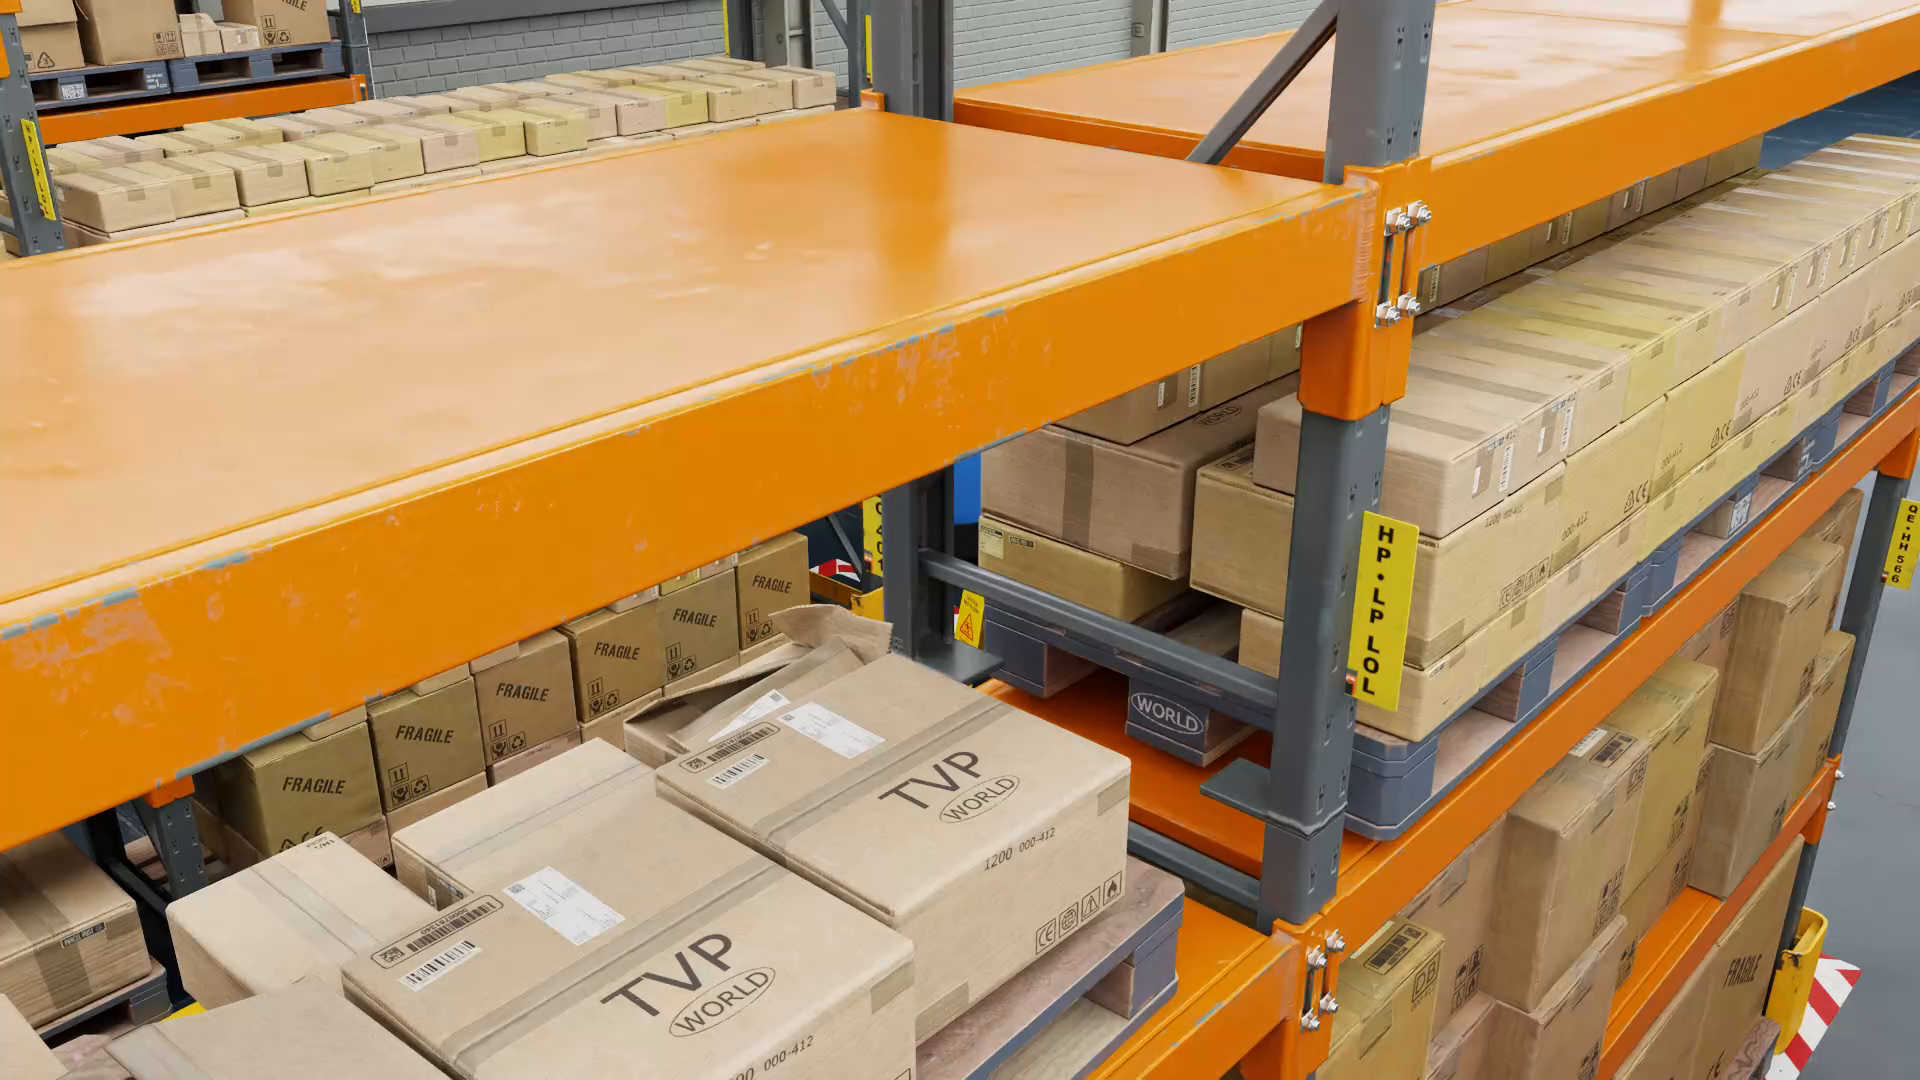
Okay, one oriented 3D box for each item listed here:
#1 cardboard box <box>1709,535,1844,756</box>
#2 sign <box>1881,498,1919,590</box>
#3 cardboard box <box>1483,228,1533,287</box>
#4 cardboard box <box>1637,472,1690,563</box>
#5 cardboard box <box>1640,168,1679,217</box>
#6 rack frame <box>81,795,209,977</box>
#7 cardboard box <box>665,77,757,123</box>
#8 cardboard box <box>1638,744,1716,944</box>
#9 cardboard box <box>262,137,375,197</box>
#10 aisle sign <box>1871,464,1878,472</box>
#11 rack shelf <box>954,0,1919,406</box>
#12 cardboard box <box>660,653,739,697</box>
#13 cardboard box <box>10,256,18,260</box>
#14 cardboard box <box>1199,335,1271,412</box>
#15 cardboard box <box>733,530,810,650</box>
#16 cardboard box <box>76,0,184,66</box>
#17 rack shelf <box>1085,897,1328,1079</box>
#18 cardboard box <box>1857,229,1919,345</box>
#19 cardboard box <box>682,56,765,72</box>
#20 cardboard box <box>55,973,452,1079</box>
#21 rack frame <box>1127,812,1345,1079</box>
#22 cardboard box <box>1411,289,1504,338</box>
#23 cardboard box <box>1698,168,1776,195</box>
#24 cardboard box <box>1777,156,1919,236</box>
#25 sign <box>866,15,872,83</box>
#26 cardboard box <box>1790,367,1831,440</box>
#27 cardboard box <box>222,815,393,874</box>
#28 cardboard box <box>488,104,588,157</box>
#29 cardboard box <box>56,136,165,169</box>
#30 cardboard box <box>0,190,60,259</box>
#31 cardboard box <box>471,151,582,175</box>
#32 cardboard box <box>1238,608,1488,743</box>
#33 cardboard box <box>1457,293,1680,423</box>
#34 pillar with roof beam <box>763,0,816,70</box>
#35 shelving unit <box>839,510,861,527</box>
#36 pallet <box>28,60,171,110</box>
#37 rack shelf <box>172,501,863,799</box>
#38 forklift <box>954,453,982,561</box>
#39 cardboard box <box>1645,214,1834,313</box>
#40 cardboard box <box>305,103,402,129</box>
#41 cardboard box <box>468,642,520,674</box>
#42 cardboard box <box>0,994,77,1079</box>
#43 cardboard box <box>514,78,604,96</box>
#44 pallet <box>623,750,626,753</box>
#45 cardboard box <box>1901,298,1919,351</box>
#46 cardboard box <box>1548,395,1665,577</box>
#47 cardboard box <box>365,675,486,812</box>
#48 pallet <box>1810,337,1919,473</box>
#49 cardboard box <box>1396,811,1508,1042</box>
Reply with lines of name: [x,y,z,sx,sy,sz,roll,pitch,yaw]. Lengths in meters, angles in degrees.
cardboard box: [2.350,0.234,5.559,0.875,0.550,0.550,20,31,38]
sign: [3.320,0.016,5.844,0.100,0.325,0.005,20,31,38]
cardboard box: [1.275,-0.798,4.394,0.380,0.149,0.250,21,31,38]
cardboard box: [1.429,-0.102,3.816,0.380,0.149,0.250,20,31,37]
cardboard box: [1.957,-1.110,5.090,0.380,0.149,0.250,21,31,38]
rack frame: [-3.498,0.397,6.697,1.000,3.000,0.127,20,31,38]
cardboard box: [-1.192,-2.105,7.944,0.380,0.149,0.250,20,31,37]
cardboard box: [1.893,0.866,5.468,0.875,0.550,0.550,20,31,38]
cardboard box: [-2.515,-1.465,6.518,0.380,0.149,0.250,20,31,37]
aisle sign: [3.196,-0.626,5.803,0.394,0.787,0.004,20,31,38]
rack shelf: [1.590,-1.118,4.112,1.077,0.370,4.000,20,31,38]
cardboard box: [-1.520,0.717,8.832,0.500,0.250,0.500,20,31,38]
cardboard box: [-3.515,-1.036,6.536,0.380,0.149,0.250,20,31,38]
cardboard box: [0.431,-0.412,3.534,0.380,0.149,0.250,20,31,37]
cardboard box: [-1.169,0.215,9.035,0.500,0.500,0.500,20,31,38]
cardboard box: [-5.400,-3.341,10.611,0.700,0.500,0.500,20,31,38]
rack shelf: [-1.080,1.287,1.926,1.077,0.370,4.000,20,31,38]
cardboard box: [2.472,-0.796,4.877,0.500,0.250,0.500,20,31,38]
cardboard box: [-1.218,-2.387,8.573,0.380,0.149,0.250,20,31,37]
cardboard box: [-0.751,0.747,1.724,0.500,0.311,0.500,19,30,36]
rack frame: [0.255,1.718,3.751,1.000,3.000,0.127,20,31,38]
cardboard box: [1.065,-0.481,4.174,0.500,0.250,0.500,20,31,37]
cardboard box: [2.412,-1.097,5.548,0.500,0.250,0.500,20,31,37]
cardboard box: [2.614,-1.007,4.859,0.380,0.149,0.250,21,31,38]
sign: [-0.429,-2.436,8.269,0.100,0.325,0.005,20,31,38]
cardboard box: [2.107,-0.411,4.505,0.380,0.149,0.250,20,31,38]
cardboard box: [-2.904,1.354,7.410,0.500,0.250,0.500,18,30,35]
cardboard box: [-1.833,-1.779,7.218,0.380,0.149,0.250,21,32,39]
cardboard box: [-3.333,-1.477,6.544,0.380,0.149,0.250,19,30,36]
cardboard box: [-3.403,-1.247,6.519,0.500,0.250,0.500,20,31,37]
cardboard box: [-1.984,-1.561,7.219,0.500,0.250,0.500,21,31,38]
cardboard box: [0.751,0.209,3.123,0.380,0.149,0.250,20,31,37]
cardboard box: [1.259,-0.388,3.478,0.380,0.149,0.250,20,31,37]
pillar with roof beam: [1.547,-5.599,12.739,9.100,9.000,0.400,20,31,38]
shelving unit: [-0.683,-0.558,11.395,0.258,0.900,0.210,21,31,38]
pallet: [-5.833,-2.922,10.542,1.003,0.211,1.213,20,31,38]
rack shelf: [-2.164,0.116,8.203,1.077,0.370,4.000,20,31,38]
forklift: [1.059,-1.496,11.005,3.031,2.935,1.130,-7,25,-15]
cardboard box: [1.935,-0.696,4.166,0.380,0.149,0.250,20,31,38]
cardboard box: [-2.634,-1.790,7.243,0.380,0.149,0.250,21,31,38]
cardboard box: [-2.256,0.455,7.708,0.250,0.149,0.380,-22,32,-40]
cardboard box: [-1.151,0.686,1.916,0.396,0.266,0.258,20,31,38]
cardboard box: [-1.904,-2.088,7.908,0.380,0.149,0.250,20,31,37]
pallet: [-2.262,1.082,8.578,1.003,0.211,1.213,20,31,38]
cardboard box: [2.787,-0.721,5.198,0.380,0.149,0.250,20,31,38]
cardboard box: [1.126,-0.182,3.507,0.500,0.250,0.500,20,31,37]
cardboard box: [-2.555,0.846,7.628,0.500,0.500,0.500,22,32,40]
pallet: [2.438,-0.600,5.363,1.003,0.211,1.213,20,31,38]
cardboard box: [0.808,0.855,4.174,0.875,0.550,0.550,20,31,38]
